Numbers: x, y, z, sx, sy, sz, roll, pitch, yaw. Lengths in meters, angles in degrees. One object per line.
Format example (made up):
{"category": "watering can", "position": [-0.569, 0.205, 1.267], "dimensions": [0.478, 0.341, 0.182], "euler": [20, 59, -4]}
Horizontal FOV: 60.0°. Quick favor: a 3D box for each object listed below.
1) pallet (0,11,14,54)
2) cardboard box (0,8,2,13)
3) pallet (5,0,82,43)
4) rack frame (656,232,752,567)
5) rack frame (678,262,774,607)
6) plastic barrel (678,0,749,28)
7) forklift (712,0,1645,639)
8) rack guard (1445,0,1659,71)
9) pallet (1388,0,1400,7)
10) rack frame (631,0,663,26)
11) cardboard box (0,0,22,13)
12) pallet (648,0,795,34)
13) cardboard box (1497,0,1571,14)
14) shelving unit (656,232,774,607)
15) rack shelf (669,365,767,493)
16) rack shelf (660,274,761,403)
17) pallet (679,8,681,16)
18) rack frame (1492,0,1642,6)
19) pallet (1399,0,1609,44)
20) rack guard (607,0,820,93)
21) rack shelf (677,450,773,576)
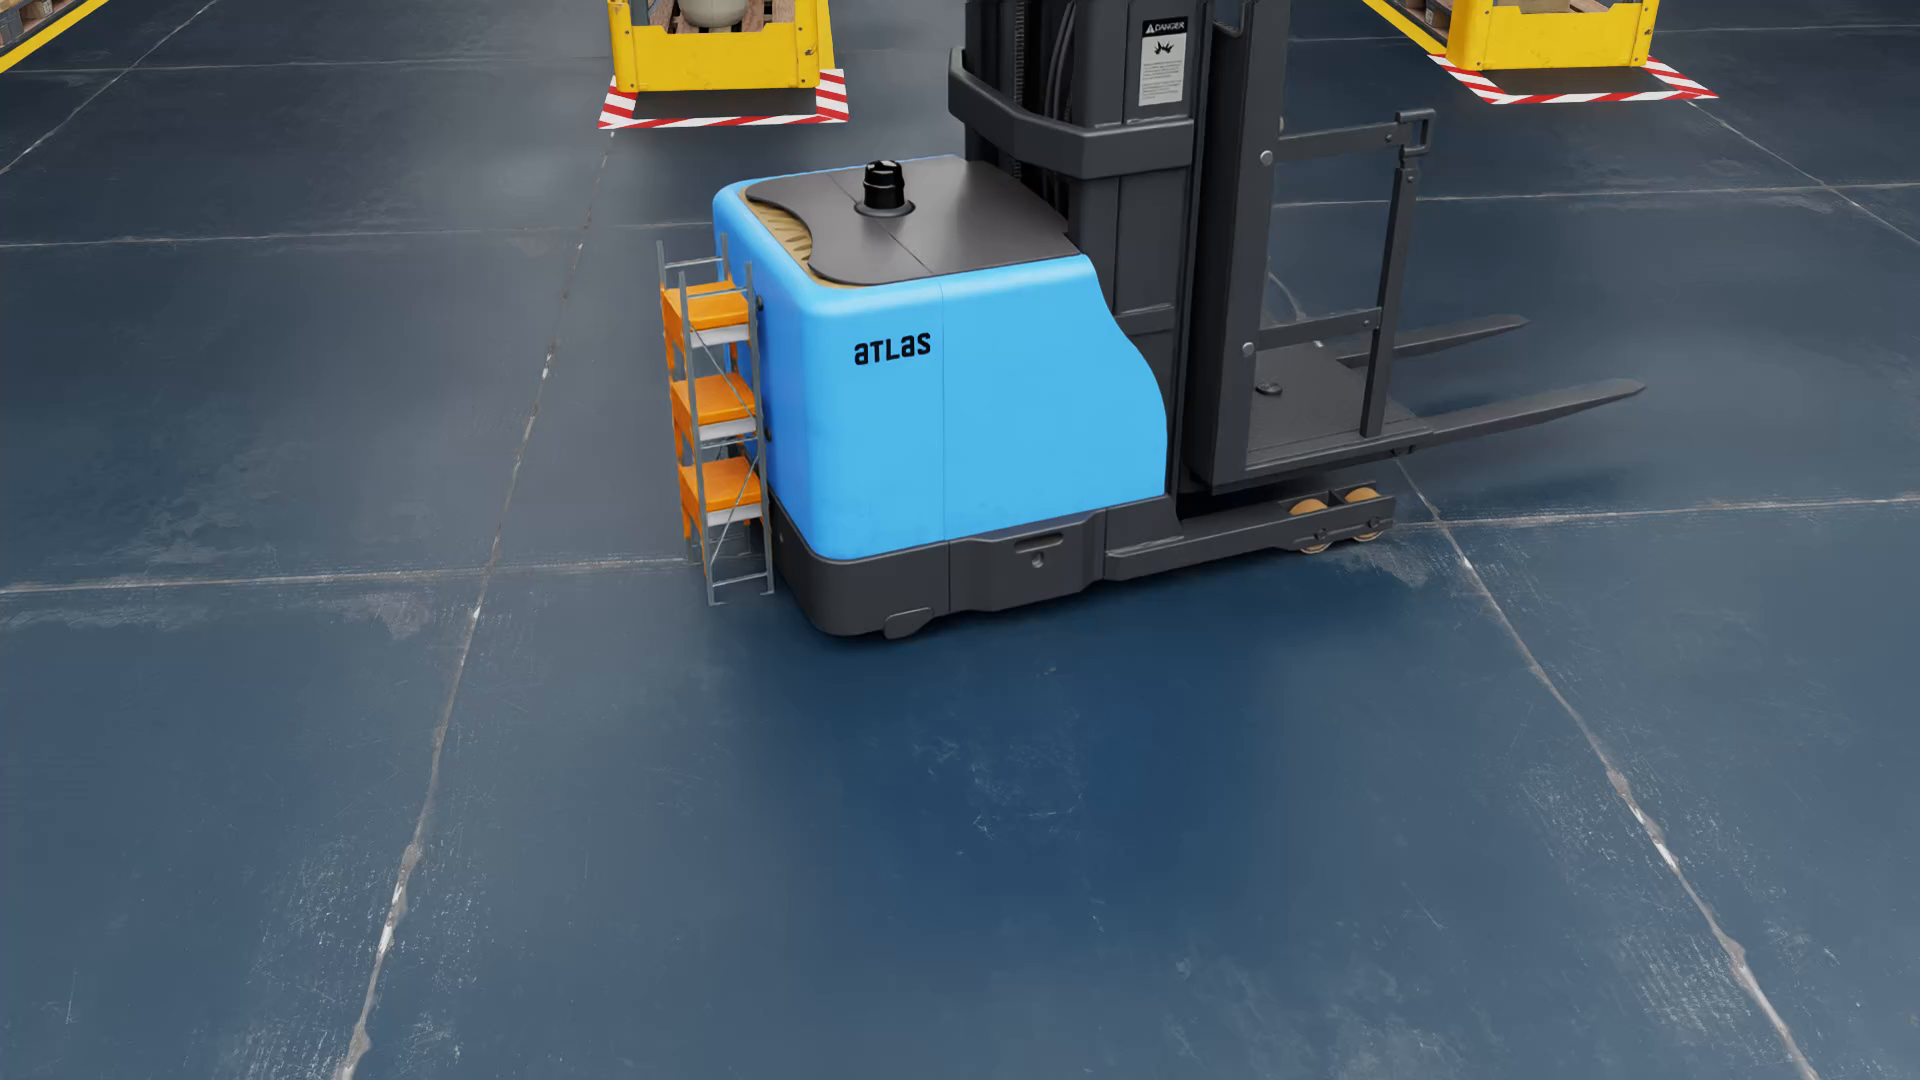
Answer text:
{"category": "pallet", "position": [-6.401, -2.891, 9.884], "dimensions": [1.003, 0.211, 1.213], "euler": [-3, 31, -5]}
{"category": "cardboard box", "position": [-6.167, -3.239, 10.019], "dimensions": [0.500, 0.250, 0.500], "euler": [-3, 31, -5]}
{"category": "pallet", "position": [-6.512, -3.512, 10.924], "dimensions": [1.003, 0.211, 1.213], "euler": [-3, 31, -5]}
{"category": "rack frame", "position": [-0.743, -0.389, 4.877], "dimensions": [0.200, 1.050, 0.008], "euler": [-12, 33, -19]}
{"category": "rack frame", "position": [-0.650, -0.273, 4.683], "dimensions": [0.200, 1.050, 0.008], "euler": [-12, 33, -19]}
{"category": "plastic barrel", "position": [-1.493, -3.379, 9.999], "dimensions": [0.421, 0.512, 0.421], "euler": [0, 31, 0]}
{"category": "forklift", "position": [0.822, -1.454, 4.826], "dimensions": [3.031, 2.935, 1.130], "euler": [-12, 33, -19]}
{"category": "rack guard", "position": [3.569, -3.138, 10.016], "dimensions": [1.175, 0.500, 0.348], "euler": [-3, 31, -5]}
{"category": "pallet", "position": [3.417, -4.052, 11.827], "dimensions": [1.003, 0.211, 1.213], "euler": [-3, 31, -5]}
{"category": "rack frame", "position": [-1.356, -3.935, 8.912], "dimensions": [1.000, 3.000, 0.127], "euler": [-3, 31, -5]}
{"category": "cardboard box", "position": [-6.213, -3.494, 10.446], "dimensions": [0.500, 0.250, 0.500], "euler": [-3, 31, -5]}
{"category": "pallet", "position": [-1.480, -3.189, 10.383], "dimensions": [1.003, 0.211, 1.213], "euler": [-3, 31, -5]}
{"category": "cardboard box", "position": [3.534, -3.599, 10.378], "dimensions": [0.500, 0.500, 0.500], "euler": [3, 31, 5]}
{"category": "shelving unit", "position": [-0.697, -0.331, 4.780], "dimensions": [0.215, 1.050, 0.252], "euler": [-12, 33, -19]}
{"category": "rack shelf", "position": [-0.697, -0.322, 4.786], "dimensions": [0.215, 0.259, 0.240], "euler": [-12, 33, -19]}
{"category": "rack shelf", "position": [-0.697, -0.566, 4.640], "dimensions": [0.215, 0.259, 0.240], "euler": [-12, 33, -19]}
{"category": "pallet", "position": [-1.591, -3.811, 11.424], "dimensions": [1.003, 0.211, 1.213], "euler": [-3, 31, -5]}
{"category": "rack frame", "position": [3.576, -4.172, 9.310], "dimensions": [1.000, 3.000, 0.127], "euler": [-3, 31, -5]}
{"category": "pallet", "position": [3.528, -3.430, 10.787], "dimensions": [1.003, 0.211, 1.213], "euler": [-3, 31, -5]}
{"category": "rack guard", "position": [-1.410, -2.898, 9.614], "dimensions": [1.175, 0.500, 0.348], "euler": [-3, 31, -5]}
{"category": "rack shelf", "position": [-0.697, -0.083, 4.928], "dimensions": [0.215, 0.259, 0.240], "euler": [-12, 33, -19]}
